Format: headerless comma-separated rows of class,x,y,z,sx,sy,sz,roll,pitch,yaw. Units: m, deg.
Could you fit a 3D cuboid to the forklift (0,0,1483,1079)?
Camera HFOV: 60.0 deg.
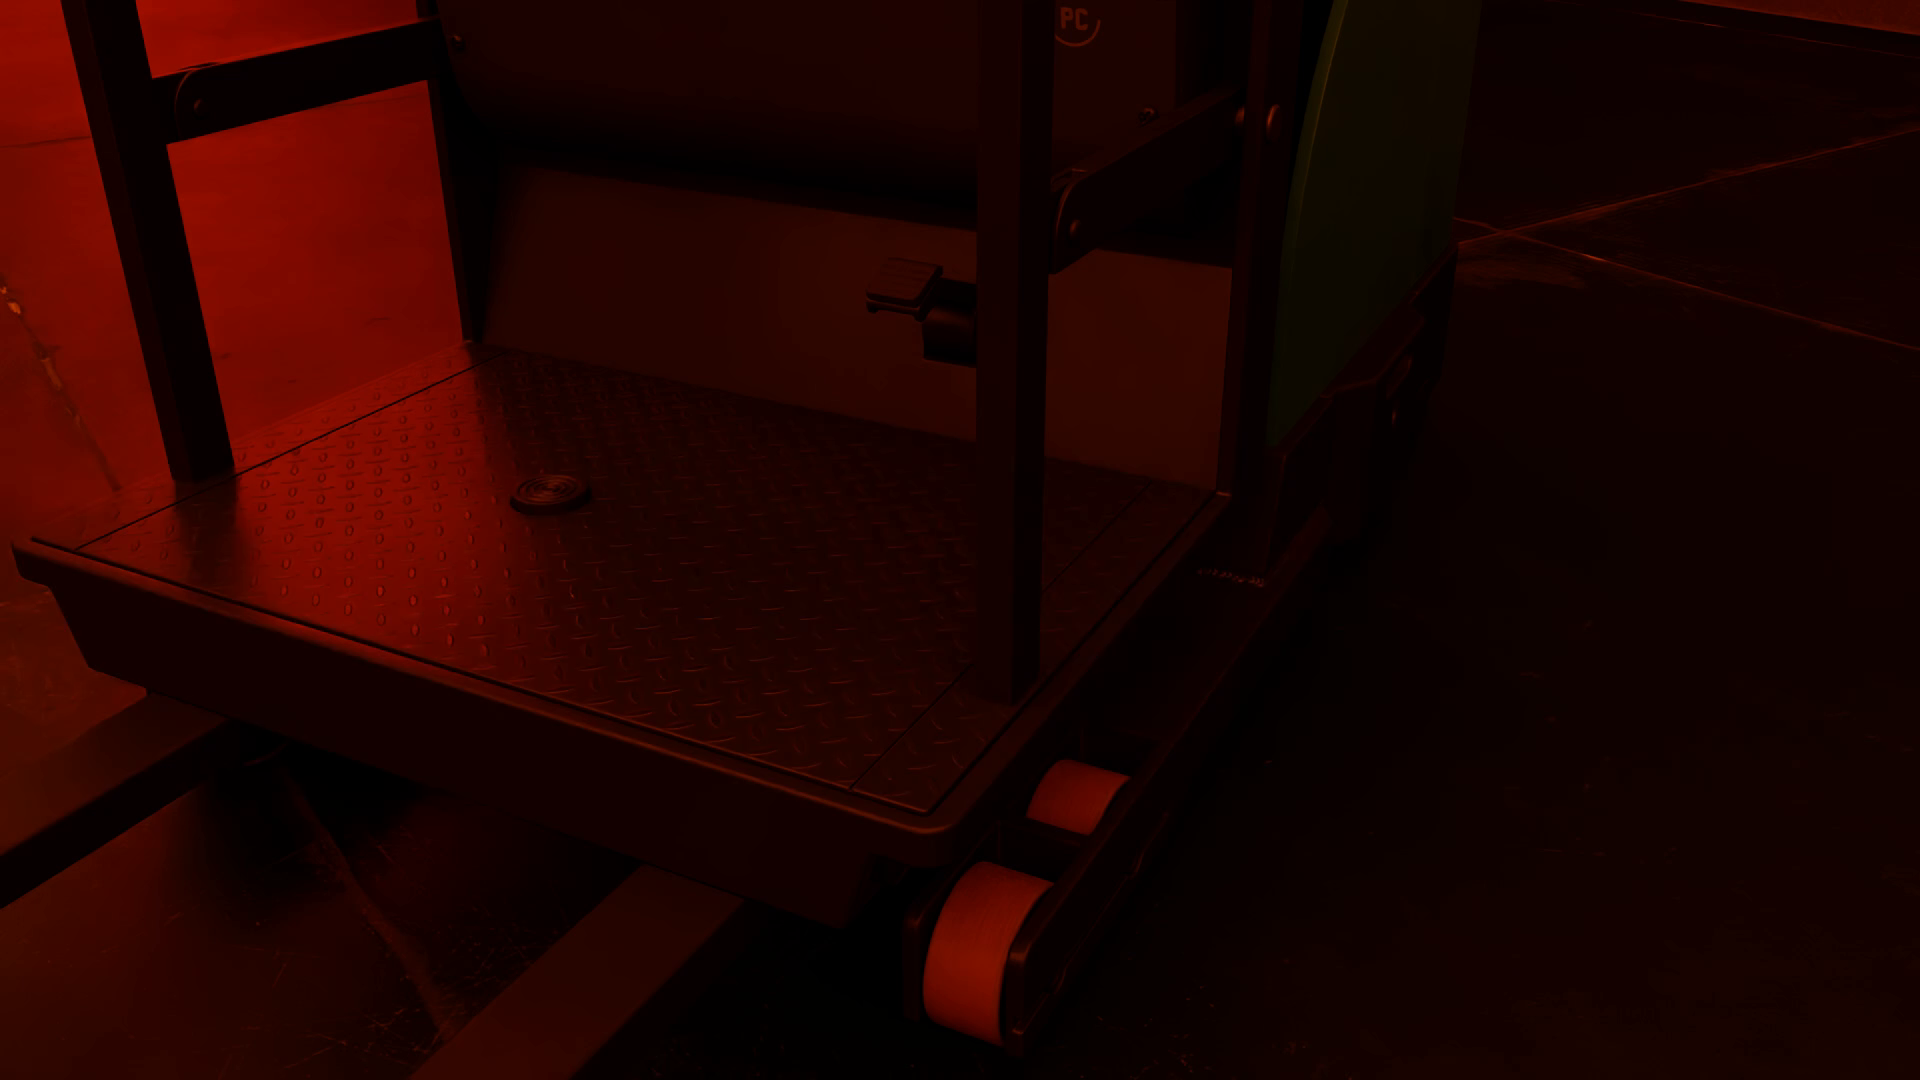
forklift,-0.279,-1.067,1.357,1.130,2.935,3.031,13,29,24
